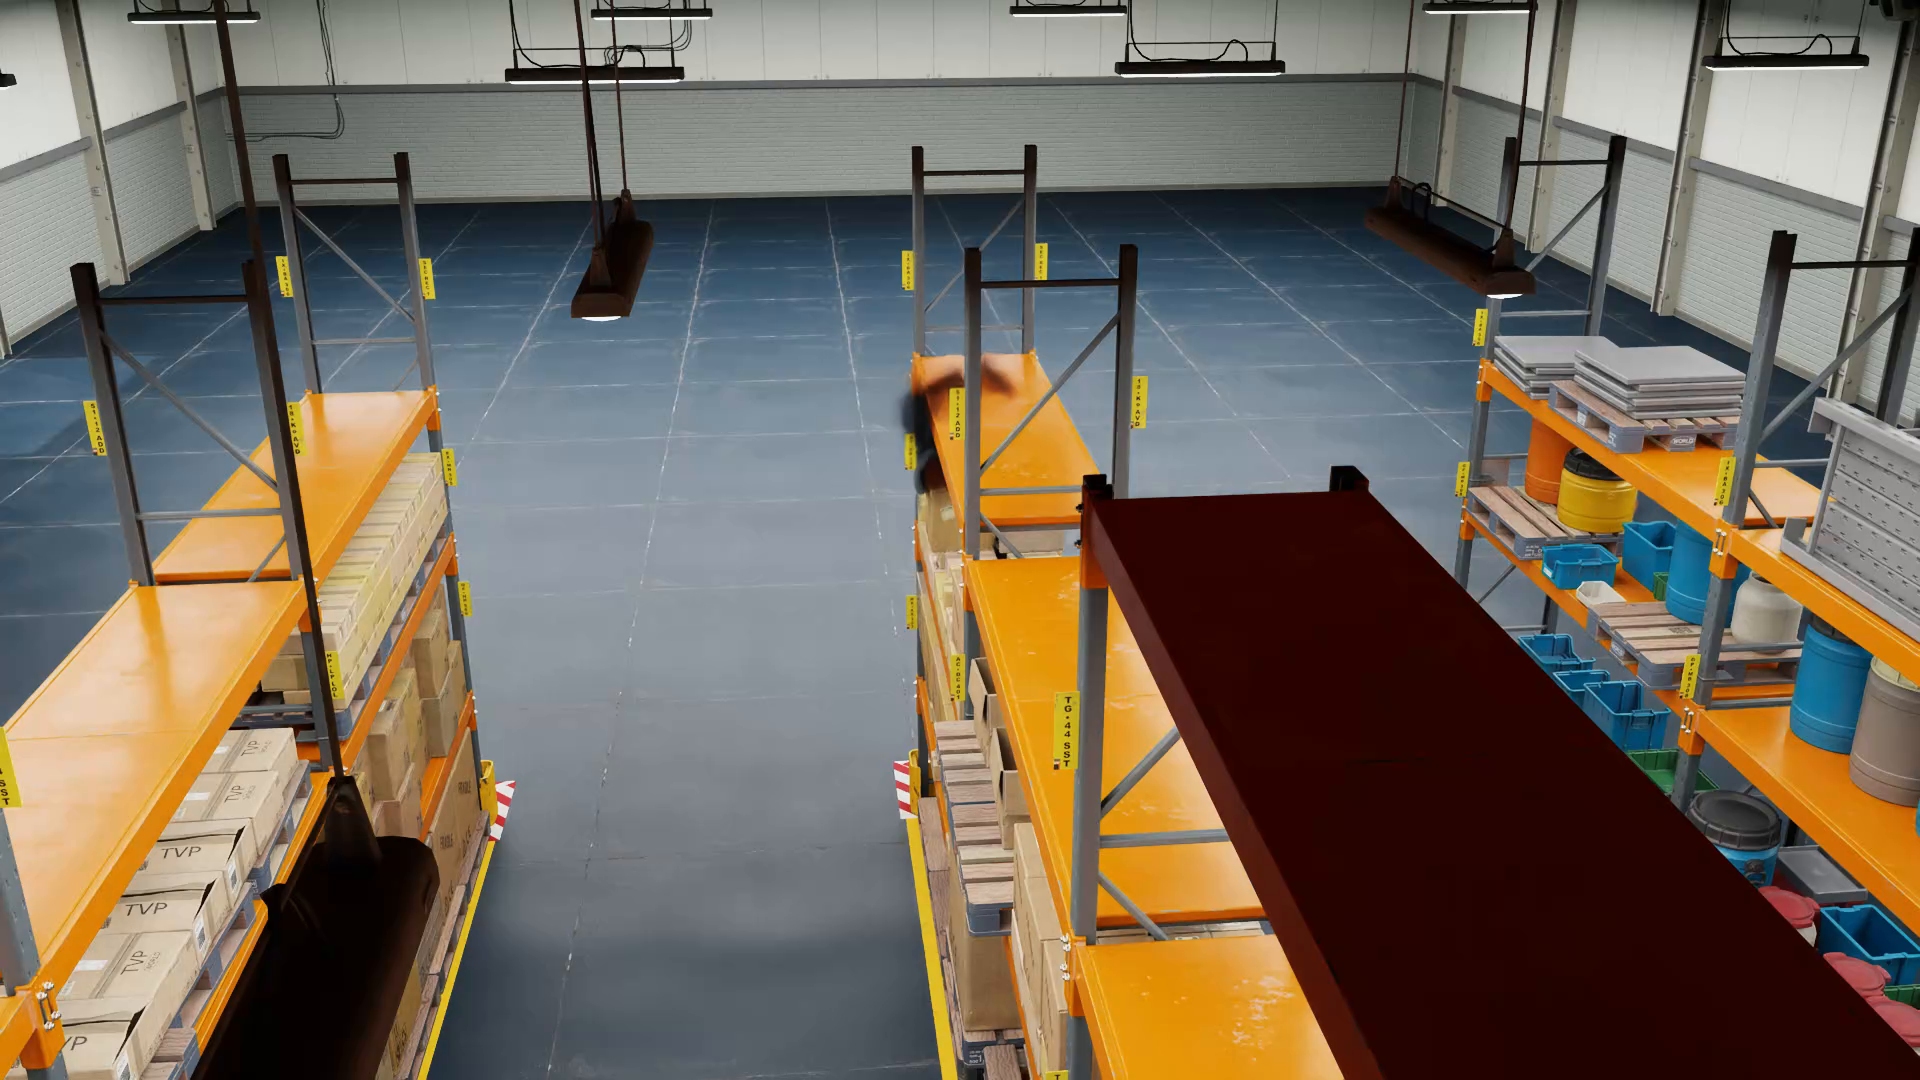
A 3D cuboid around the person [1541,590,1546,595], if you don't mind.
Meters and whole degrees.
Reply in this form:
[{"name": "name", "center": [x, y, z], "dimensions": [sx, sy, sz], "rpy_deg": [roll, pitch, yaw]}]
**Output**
[{"name": "person", "center": [7.456, -0.139, 19.593], "dimensions": [0.946, 1.784, 0.667], "rpy_deg": [7, 23, 18]}]
